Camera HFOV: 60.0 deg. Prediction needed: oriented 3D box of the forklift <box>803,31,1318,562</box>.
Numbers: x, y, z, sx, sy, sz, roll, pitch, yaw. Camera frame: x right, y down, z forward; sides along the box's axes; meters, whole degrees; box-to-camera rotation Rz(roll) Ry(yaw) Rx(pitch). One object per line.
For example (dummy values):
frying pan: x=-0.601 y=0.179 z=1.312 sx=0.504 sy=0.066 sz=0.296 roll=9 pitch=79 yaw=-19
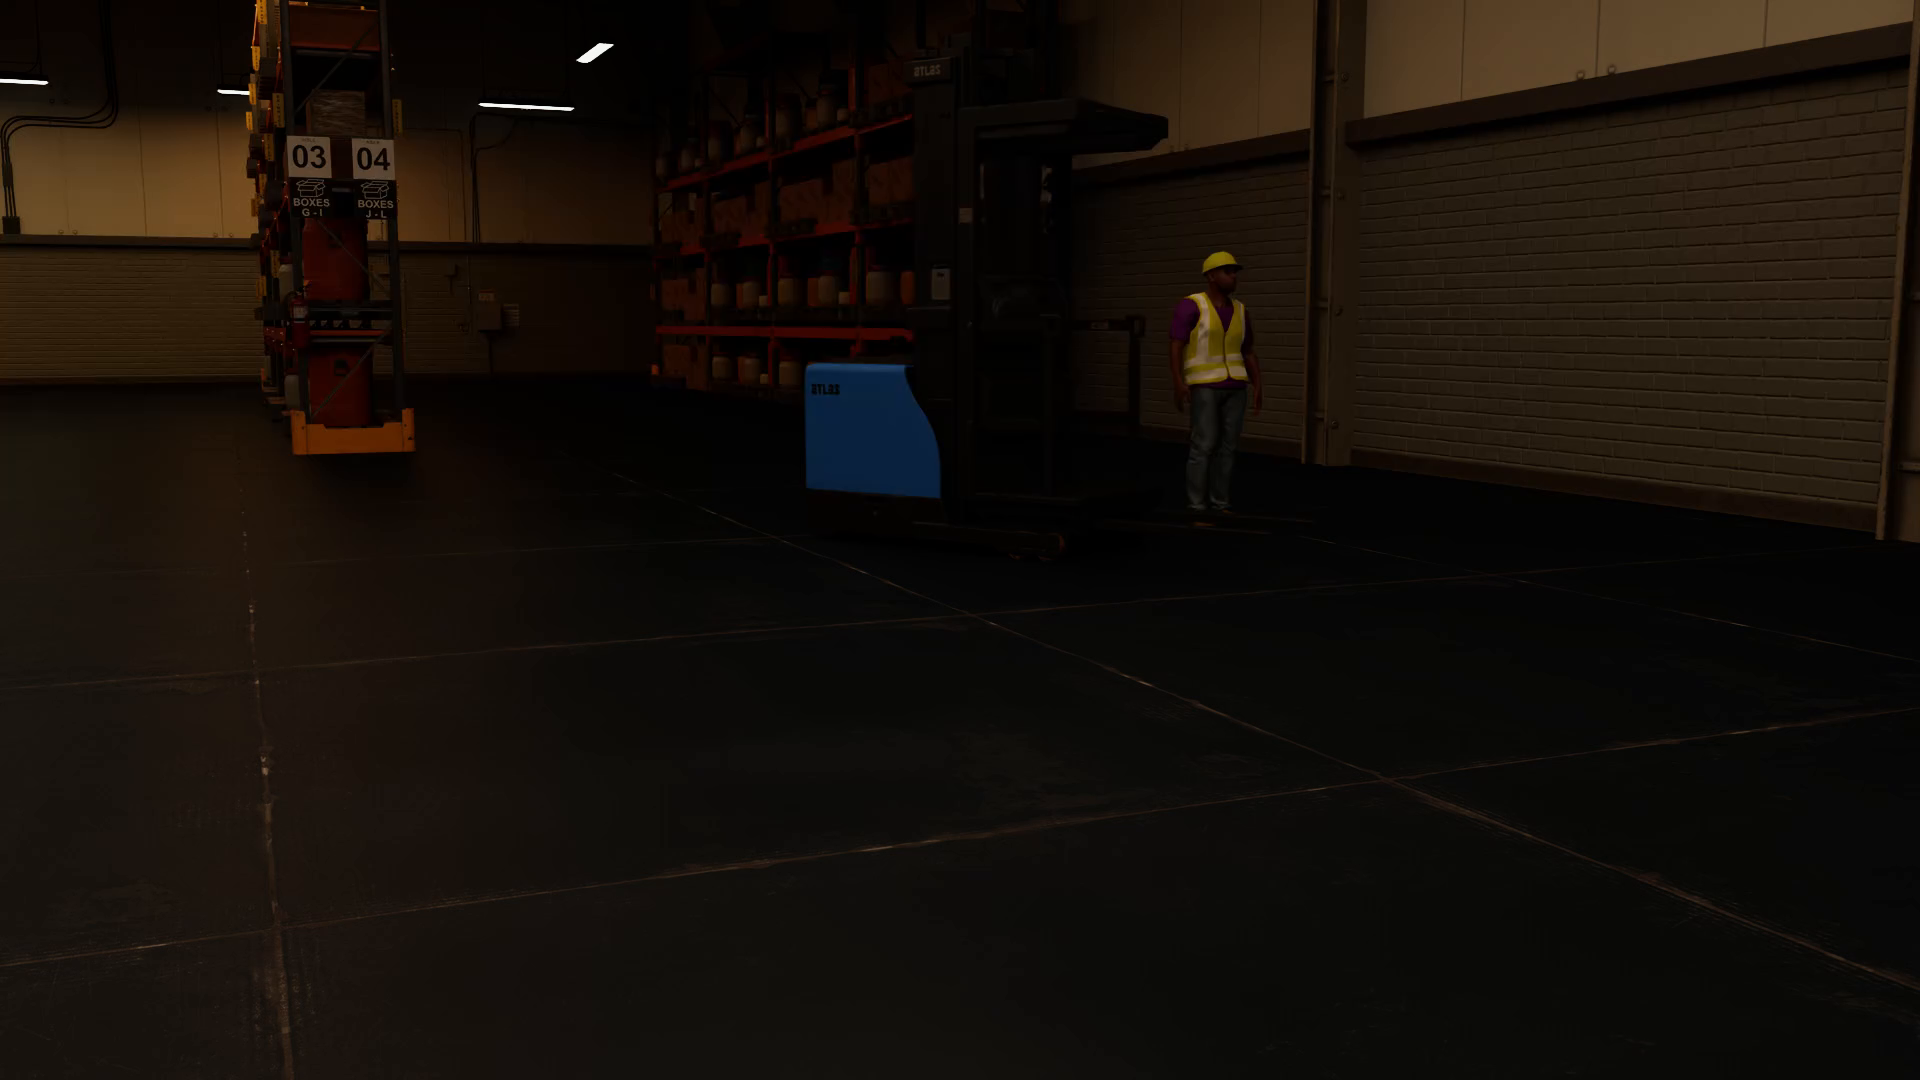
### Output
forklift: x=0.545 y=-1.408 z=9.616 sx=3.031 sy=2.935 sz=1.130 roll=5 pitch=9 yaw=33

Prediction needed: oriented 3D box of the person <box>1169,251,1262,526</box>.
person: x=1.696 y=-0.971 z=10.731 sx=0.670 sy=1.770 sz=0.561 roll=-4 pitch=8 yaw=-25
